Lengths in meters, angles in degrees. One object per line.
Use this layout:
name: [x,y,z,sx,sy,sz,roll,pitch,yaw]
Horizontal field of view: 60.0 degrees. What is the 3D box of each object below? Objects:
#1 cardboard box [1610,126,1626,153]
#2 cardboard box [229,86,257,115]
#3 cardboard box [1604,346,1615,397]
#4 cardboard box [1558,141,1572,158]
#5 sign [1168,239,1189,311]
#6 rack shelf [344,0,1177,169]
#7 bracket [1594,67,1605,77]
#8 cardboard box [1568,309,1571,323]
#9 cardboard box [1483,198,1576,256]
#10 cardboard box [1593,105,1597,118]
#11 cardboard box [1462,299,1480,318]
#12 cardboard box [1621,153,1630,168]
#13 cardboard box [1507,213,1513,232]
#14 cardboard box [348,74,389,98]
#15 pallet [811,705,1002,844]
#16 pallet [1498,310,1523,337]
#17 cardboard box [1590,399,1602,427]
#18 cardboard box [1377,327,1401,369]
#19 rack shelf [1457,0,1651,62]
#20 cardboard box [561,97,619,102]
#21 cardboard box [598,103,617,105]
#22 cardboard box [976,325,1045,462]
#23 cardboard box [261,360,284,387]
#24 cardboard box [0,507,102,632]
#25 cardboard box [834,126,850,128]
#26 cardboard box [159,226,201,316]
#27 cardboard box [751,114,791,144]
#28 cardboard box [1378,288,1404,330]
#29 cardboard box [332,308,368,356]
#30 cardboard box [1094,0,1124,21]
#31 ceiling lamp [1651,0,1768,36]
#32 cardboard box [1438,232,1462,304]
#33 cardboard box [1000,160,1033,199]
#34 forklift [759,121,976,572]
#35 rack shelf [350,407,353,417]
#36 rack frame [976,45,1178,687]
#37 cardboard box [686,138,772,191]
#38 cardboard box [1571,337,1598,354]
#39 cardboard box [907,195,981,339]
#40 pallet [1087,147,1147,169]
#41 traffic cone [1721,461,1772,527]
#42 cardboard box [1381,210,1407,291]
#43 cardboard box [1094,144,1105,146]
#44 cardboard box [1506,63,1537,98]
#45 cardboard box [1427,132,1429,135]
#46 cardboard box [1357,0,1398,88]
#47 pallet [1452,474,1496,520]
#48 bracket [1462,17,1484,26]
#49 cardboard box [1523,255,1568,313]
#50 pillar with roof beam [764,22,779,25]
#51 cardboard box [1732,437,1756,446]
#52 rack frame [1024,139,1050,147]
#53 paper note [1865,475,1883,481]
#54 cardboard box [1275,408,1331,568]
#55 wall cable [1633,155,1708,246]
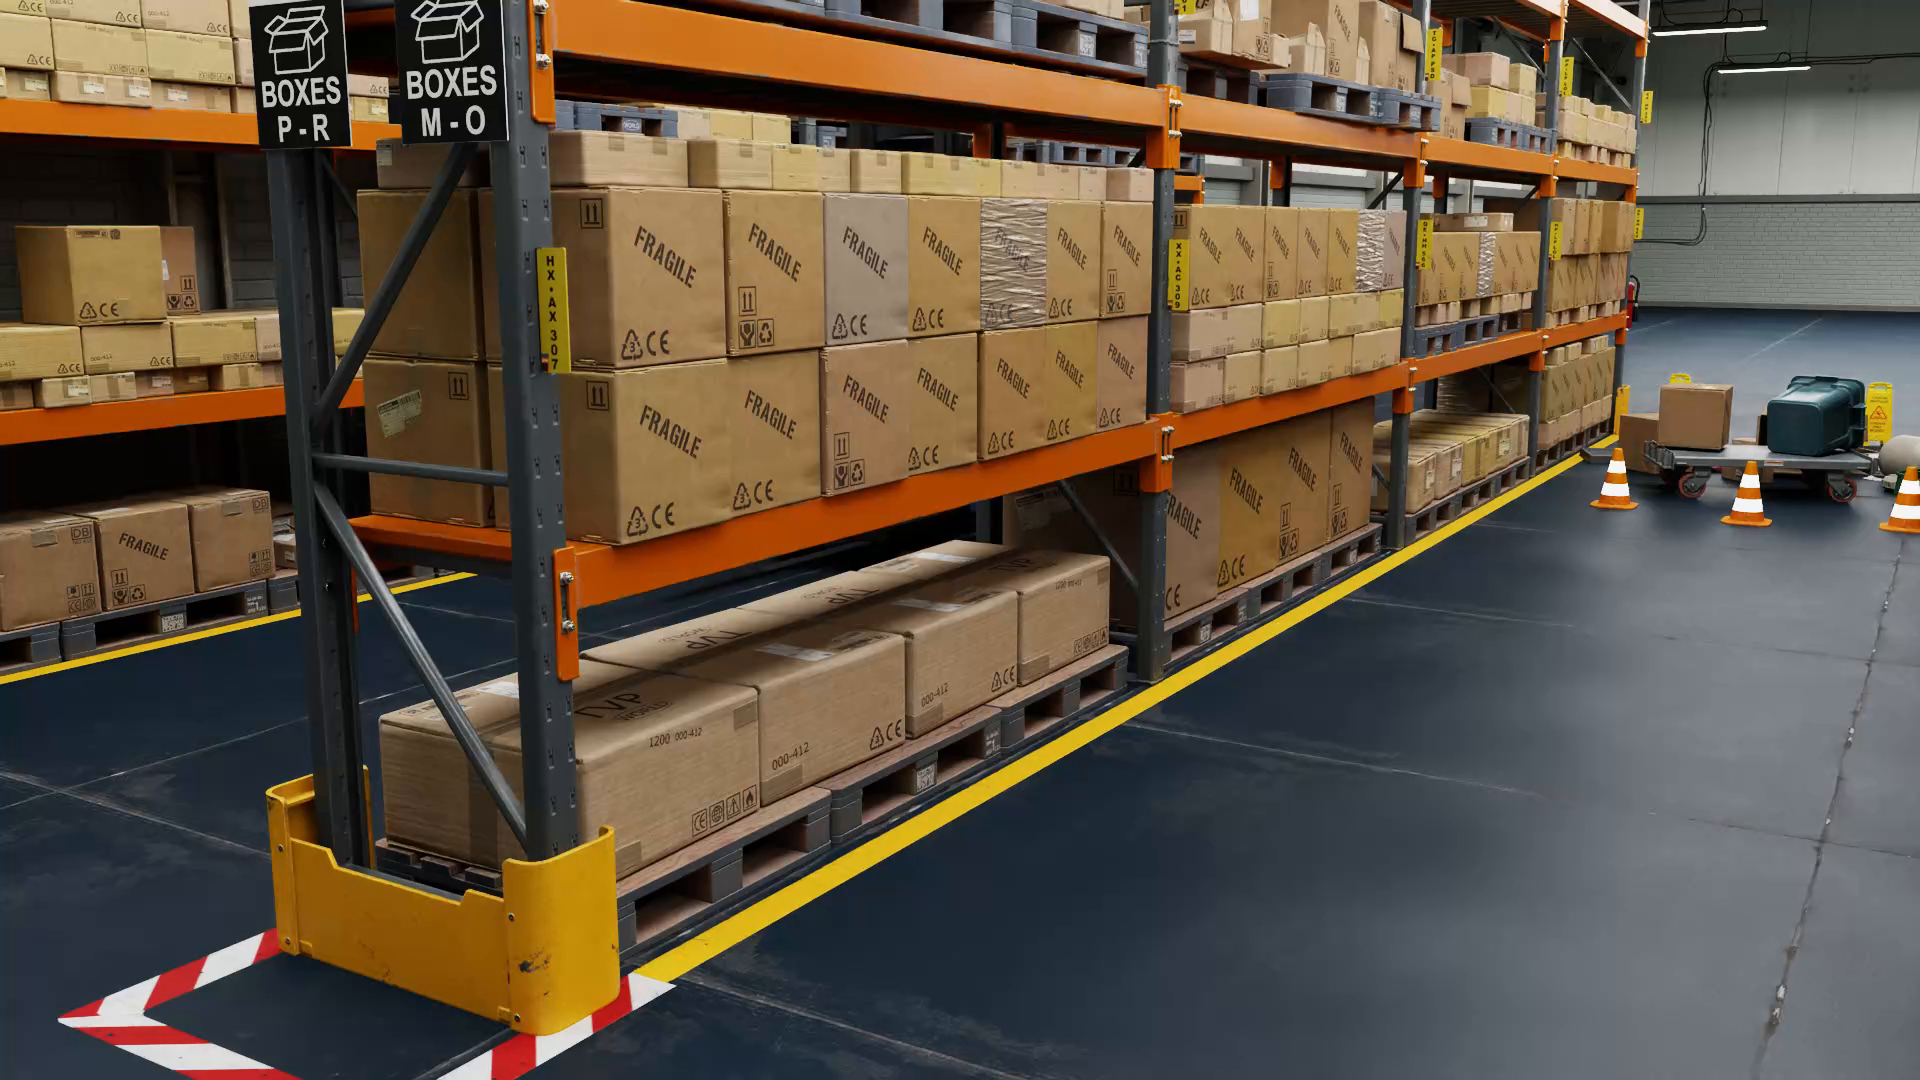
cardboard box: [6.461,-4.070,16.906,0.500,0.250,0.500,6,12,30]
cardboard box: [-4.046,-2.442,9.292,0.380,0.149,0.250,6,12,30]
cardboard box: [6.577,-1.780,17.517,0.500,0.500,0.500,6,12,31]
cardboard box: [5.251,-3.490,14.892,0.380,0.149,0.250,6,12,31]
sign: [1.015,-1.232,7.728,0.100,0.325,0.005,6,12,31]
rack shelf: [-0.498,-1.626,6.207,1.077,0.370,4.000,6,12,31]
bracket: [17.057,-12.494,44.372,0.235,0.232,0.430,6,12,31]
cardboard box: [5.600,-2.143,15.849,0.380,0.149,0.250,6,12,30]
cardboard box: [5.107,-2.813,14.948,0.700,0.500,0.500,6,12,30]
cardboard box: [5.872,-4.092,15.938,0.380,0.149,0.250,7,13,32]
cardboard box: [3.825,-1.815,12.953,0.380,0.149,0.250,7,13,32]
cardboard box: [6.723,-3.933,17.257,0.380,0.149,0.250,6,12,31]
cardboard box: [4.300,-2.595,13.594,0.380,0.149,0.250,6,12,29]
cardboard box: [-3.741,-2.741,9.804,0.500,0.250,0.500,6,12,31]
pallet: [-0.554,0.855,6.726,1.003,0.211,1.213,6,12,31]
pallet: [4.172,-1.878,14.268,1.003,0.211,1.213,6,12,31]
cardboard box: [6.305,-1.329,17.145,0.500,0.250,0.500,6,12,31]
cardboard box: [2.576,-1.271,10.914,0.500,0.250,0.500,6,12,29]
rack shelf: [5.732,-4.986,16.012,1.077,0.370,4.000,6,12,31]
cardboard box: [-2.542,-3.109,11.442,0.380,0.149,0.250,7,13,32]
cardboard box: [-2.707,-3.287,12.450,0.380,0.149,0.250,6,12,30]
cardboard box: [0.007,-0.610,6.703,0.500,0.500,0.500,6,12,30]
cardboard box: [-4.044,-0.971,9.586,0.380,0.149,0.250,7,13,32]
cardboard box: [-4.905,0.140,8.622,0.700,0.500,0.500,7,13,33]
cardboard box: [-0.867,-3.881,14.613,0.700,0.500,0.500,6,12,30]
cardboard box: [-4.705,-1.526,9.429,0.500,0.500,0.500,6,12,29]
cardboard box: [-1.687,-3.219,13.170,0.500,0.250,0.500,6,12,29]
cardboard box: [2.582,-1.521,10.889,0.500,0.250,0.500,6,12,30]
cardboard box: [-3.760,-1.263,10.061,0.500,0.250,0.500,7,13,32]
cardboard box: [0.482,-2.353,7.086,0.396,0.266,0.258,7,13,32]
ceiling lamp: [14.293,-11.199,31.373,2.000,3.185,0.800,6,12,31]
cardboard box: [3.313,-1.982,12.084,0.500,0.500,0.500,7,13,34]
cardboard box: [0.069,-1.447,6.694,0.380,0.149,0.250,6,12,30]
forklift: [-0.597,-1.308,10.891,1.130,2.935,3.031,7,13,32]
rack shelf: [-2.666,-1.255,12.373,1.077,0.370,4.000,6,12,31]
rack frame: [0.540,-0.820,8.097,1.000,3.000,0.127,6,12,31]
cardboard box: [-0.808,-1.158,5.149,0.380,0.149,0.250,7,13,32]
cardboard box: [6.172,-1.954,16.685,0.380,0.149,0.250,7,13,33]
cardboard box: [-0.263,-1.022,6.187,0.500,0.500,0.500,6,12,31]
pallet: [1.504,-4.310,18.830,1.003,0.211,1.213,6,12,31]
traffic cone: [5.950,-0.361,12.541,0.336,0.463,0.334,6,12,31]
cardboard box: [2.572,-1.883,10.788,0.500,0.500,0.500,6,12,29]
cardboard box: [1.341,-4.321,17.915,0.380,0.149,0.250,7,13,32]
cardboard box: [4.501,-3.828,13.919,0.500,0.250,0.500,7,13,32]
cardboard box: [3.058,-2.931,11.586,0.396,0.266,0.258,6,12,31]
cardboard box: [2.265,-3.005,10.205,0.700,0.500,0.500,6,12,28]
pallet: [3.658,-0.392,13.391,1.003,0.211,1.213,6,12,31]
bracket: [9.490,-10.202,32.127,0.076,0.066,4.783,6,12,31]
cardboard box: [5.160,-2.316,15.009,0.500,0.500,0.500,6,12,31]
pillar with roof beam: [1.958,-4.751,12.794,9.100,9.000,0.400,6,12,31]
cardboard box: [7.816,-0.907,16.309,0.250,0.149,0.380,-6,12,-28]
rack frame: [0.449,-5.501,16.796,1.000,3.000,0.127,6,12,31]
paper note: [8.118,-0.546,14.725,0.155,0.023,0.172,-8,13,-38]
cardboard box: [1.720,-0.371,10.329,0.875,0.875,0.875,7,12,31]
wall cable: [19.629,-9.635,47.319,3.097,2.526,0.112,6,12,31]
